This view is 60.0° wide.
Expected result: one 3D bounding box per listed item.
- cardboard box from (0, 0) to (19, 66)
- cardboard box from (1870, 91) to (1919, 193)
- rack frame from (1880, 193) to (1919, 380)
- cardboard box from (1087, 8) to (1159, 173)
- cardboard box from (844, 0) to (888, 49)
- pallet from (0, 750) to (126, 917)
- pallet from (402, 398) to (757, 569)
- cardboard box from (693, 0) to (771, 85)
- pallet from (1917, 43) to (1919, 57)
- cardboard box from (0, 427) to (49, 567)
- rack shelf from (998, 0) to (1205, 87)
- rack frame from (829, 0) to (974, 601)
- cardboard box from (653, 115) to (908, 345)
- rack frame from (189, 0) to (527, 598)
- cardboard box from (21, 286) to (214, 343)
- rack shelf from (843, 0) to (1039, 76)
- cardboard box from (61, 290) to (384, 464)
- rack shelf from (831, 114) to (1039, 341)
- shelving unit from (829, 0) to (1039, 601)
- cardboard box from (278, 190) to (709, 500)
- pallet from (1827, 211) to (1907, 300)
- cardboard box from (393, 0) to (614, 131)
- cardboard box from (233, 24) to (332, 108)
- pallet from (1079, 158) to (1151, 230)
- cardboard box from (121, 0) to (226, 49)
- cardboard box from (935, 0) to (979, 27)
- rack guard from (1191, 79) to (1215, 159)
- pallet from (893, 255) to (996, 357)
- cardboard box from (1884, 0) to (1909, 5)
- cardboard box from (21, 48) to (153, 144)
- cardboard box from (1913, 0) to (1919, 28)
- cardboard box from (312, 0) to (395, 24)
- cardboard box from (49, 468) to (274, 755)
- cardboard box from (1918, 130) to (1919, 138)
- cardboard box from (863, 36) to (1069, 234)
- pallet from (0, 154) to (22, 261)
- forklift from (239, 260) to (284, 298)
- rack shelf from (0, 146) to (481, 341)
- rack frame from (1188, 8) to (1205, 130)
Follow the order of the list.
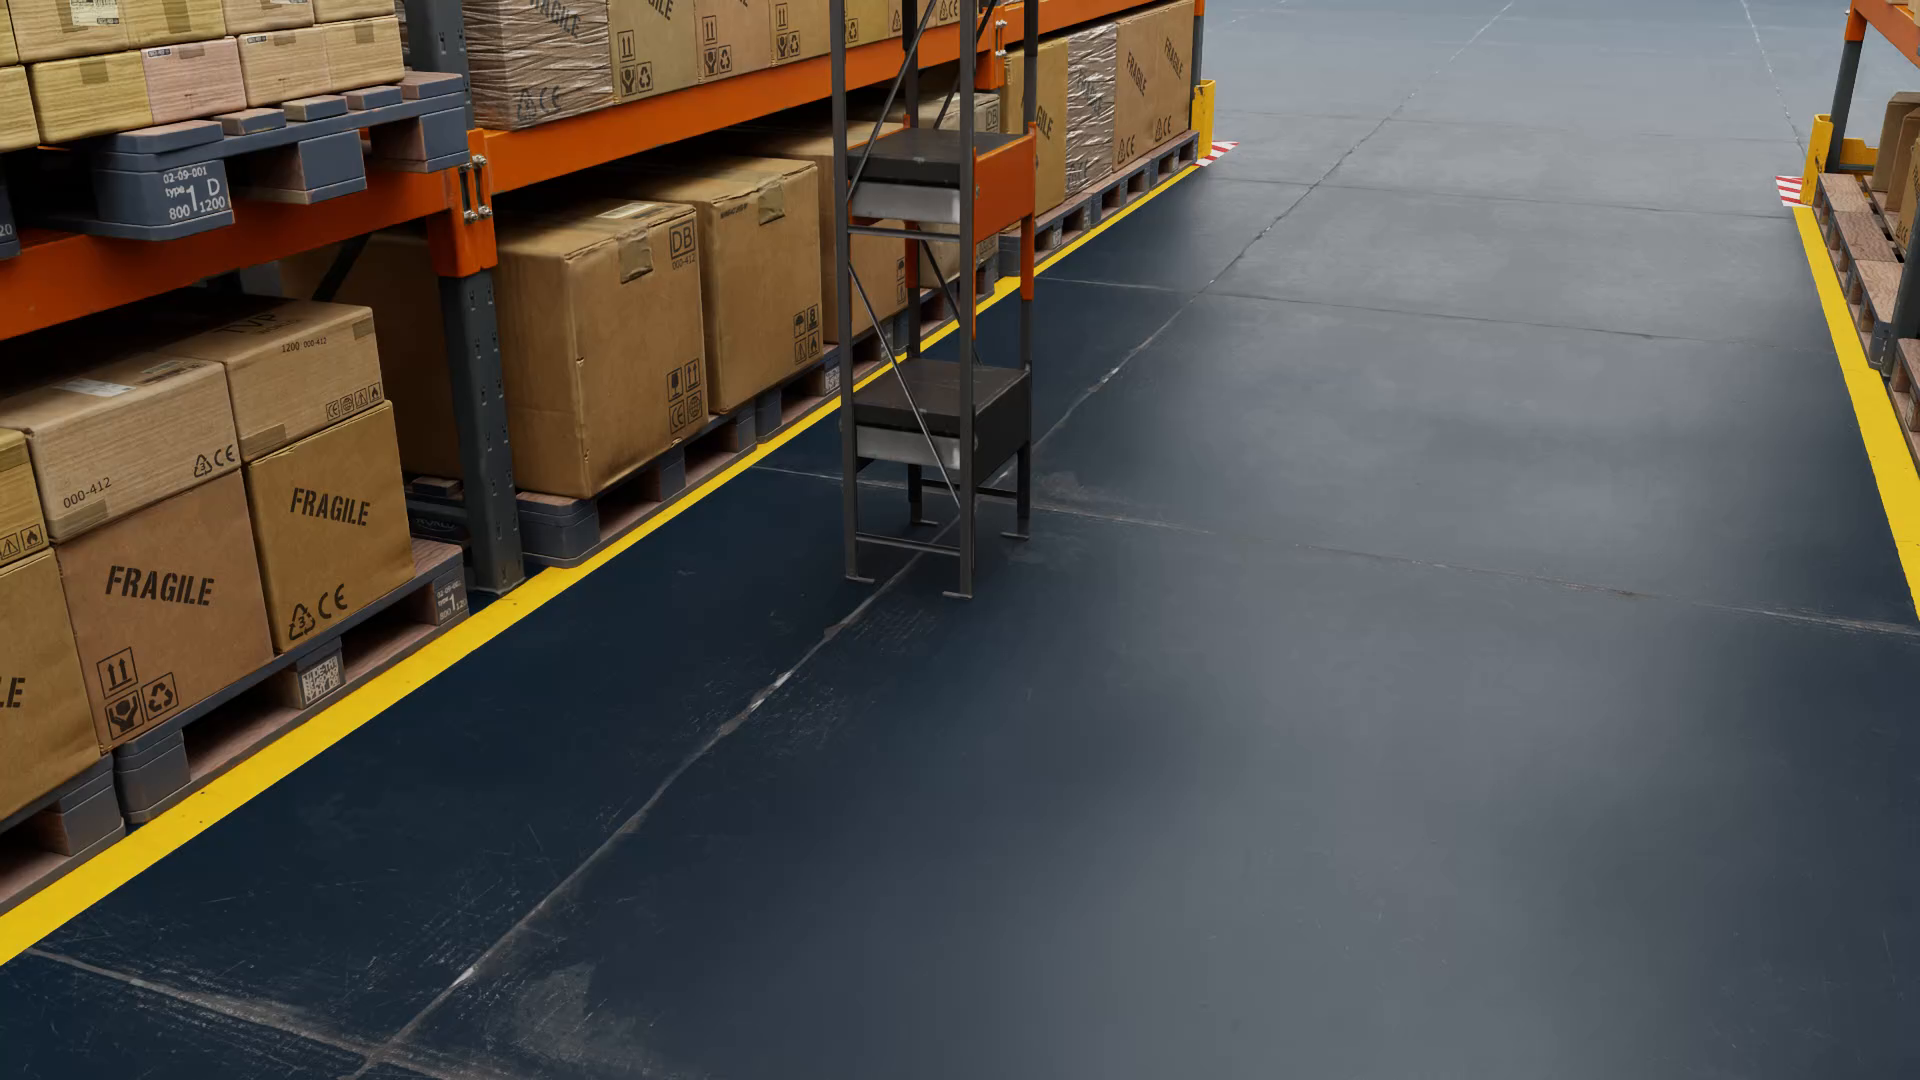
[{"bbox_3d":[-1.919,-0.912,2.938,0.380,0.149,0.250,9,24,20],"label":"cardboard box"},{"bbox_3d":[5.514,-2.244,9.428,0.500,0.500,0.500,14,26,30],"label":"cardboard box"},{"bbox_3d":[4.276,-1.993,6.129,1.000,3.000,0.127,9,24,20],"label":"rack frame"},{"bbox_3d":[0.679,-2.817,10.313,0.875,0.875,0.875,8,24,19],"label":"cardboard box"},{"bbox_3d":[-0.613,-2.199,6.492,0.500,0.500,0.500,9,24,21],"label":"cardboard box"},{"bbox_3d":[-2.524,0.693,3.316,1.003,0.211,1.213,9,24,20],"label":"pallet"},{"bbox_3d":[-1.415,-0.292,5.676,1.003,0.211,1.213,9,24,20],"label":"pallet"},{"bbox_3d":[-0.986,-1.839,5.630,0.500,0.500,0.500,9,24,20],"label":"cardboard box"},{"bbox_3d":[3.857,-1.652,5.561,1.003,0.211,1.213,9,24,20],"label":"pallet"},{"bbox_3d":[-2.169,-0.050,3.203,0.500,0.250,0.500,9,24,21],"label":"cardboard box"},{"bbox_3d":[0.451,-3.123,9.768,1.077,0.370,4.000,9,24,20],"label":"rack shelf"},{"bbox_3d":[-0.152,-0.822,4.494,0.400,2.100,0.015,9,24,20],"label":"rack frame"},{"bbox_3d":[-0.801,-1.315,6.881,1.050,0.750,0.750,9,24,20],"label":"cardboard box"},{"bbox_3d":[-1.778,-1.308,4.489,1.000,3.000,0.127,9,24,20],"label":"rack frame"},{"bbox_3d":[-2.258,-0.482,4.238,0.500,0.250,0.500,8,24,18],"label":"cardboard box"},{"bbox_3d":[-0.062,-1.543,4.439,0.431,0.518,0.480,9,24,20],"label":"rack shelf"},{"bbox_3d":[-1.788,-0.412,4.070,0.500,0.250,0.500,8,24,19],"label":"cardboard box"},{"bbox_3d":[-0.061,-0.897,4.709,0.431,0.518,0.480,9,24,20],"label":"rack shelf"},{"bbox_3d":[-0.061,-0.910,4.703,0.431,2.100,0.503,9,24,20],"label":"shelving unit"},{"bbox_3d":[-1.468,-0.669,5.333,1.050,0.750,0.750,8,24,19],"label":"cardboard box"},{"bbox_3d":[4.944,-1.390,8.303,1.003,0.211,1.213,9,24,20],"label":"pallet"},{"bbox_3d":[-1.360,-1.476,4.762,0.500,0.500,0.500,9,24,21],"label":"cardboard box"},{"bbox_3d":[-1.628,-1.055,3.664,0.380,0.149,0.250,9,24,20],"label":"cardboard box"},{"bbox_3d":[0.515,-2.151,10.127,1.003,0.211,1.213,9,24,20],"label":"pallet"},{"bbox_3d":[-1.731,-1.091,3.364,0.380,0.149,0.250,9,24,21],"label":"cardboard box"},{"bbox_3d":[-0.237,-2.560,7.358,0.500,0.500,0.500,9,24,20],"label":"cardboard box"},{"bbox_3d":[1.203,-3.026,11.845,1.175,0.500,0.348,9,24,20],"label":"rack guard"},{"bbox_3d":[-0.508,-1.166,7.767,1.003,0.211,1.213,9,24,20],"label":"pallet"},{"bbox_3d":[4.787,-2.718,8.190,0.380,0.149,0.250,9,24,20],"label":"cardboard box"},{"bbox_3d":[-1.819,-0.874,3.232,0.380,0.149,0.250,8,24,19],"label":"cardboard box"},{"bbox_3d":[4.322,-2.270,7.120,0.380,0.149,0.250,9,24,20],"label":"cardboard box"},{"bbox_3d":[-1.538,-1.281,3.820,0.380,0.149,0.250,9,24,21],"label":"cardboard box"},{"bbox_3d":[-1.976,0.110,3.793,0.500,0.500,0.500,10,25,22],"label":"cardboard box"},{"bbox_3d":[5.074,-1.804,8.374,0.500,0.500,0.500,11,25,25],"label":"cardboard box"},{"bbox_3d":[0.007,-2.168,8.759,0.875,0.875,0.875,9,24,21],"label":"cardboard box"},{"bbox_3d":[-2.475,-0.505,2.816,1.003,0.211,1.213,9,24,20],"label":"pallet"},{"bbox_3d":[-3.203,-2.039,6.330,1.130,2.935,3.031,8,24,18],"label":"forklift"},{"bbox_3d":[-2.520,-0.260,2.914,1.077,0.370,4.000,9,24,20],"label":"rack shelf"},{"bbox_3d":[1.194,-4.171,11.343,1.000,3.000,0.127,9,24,20],"label":"rack frame"}]
